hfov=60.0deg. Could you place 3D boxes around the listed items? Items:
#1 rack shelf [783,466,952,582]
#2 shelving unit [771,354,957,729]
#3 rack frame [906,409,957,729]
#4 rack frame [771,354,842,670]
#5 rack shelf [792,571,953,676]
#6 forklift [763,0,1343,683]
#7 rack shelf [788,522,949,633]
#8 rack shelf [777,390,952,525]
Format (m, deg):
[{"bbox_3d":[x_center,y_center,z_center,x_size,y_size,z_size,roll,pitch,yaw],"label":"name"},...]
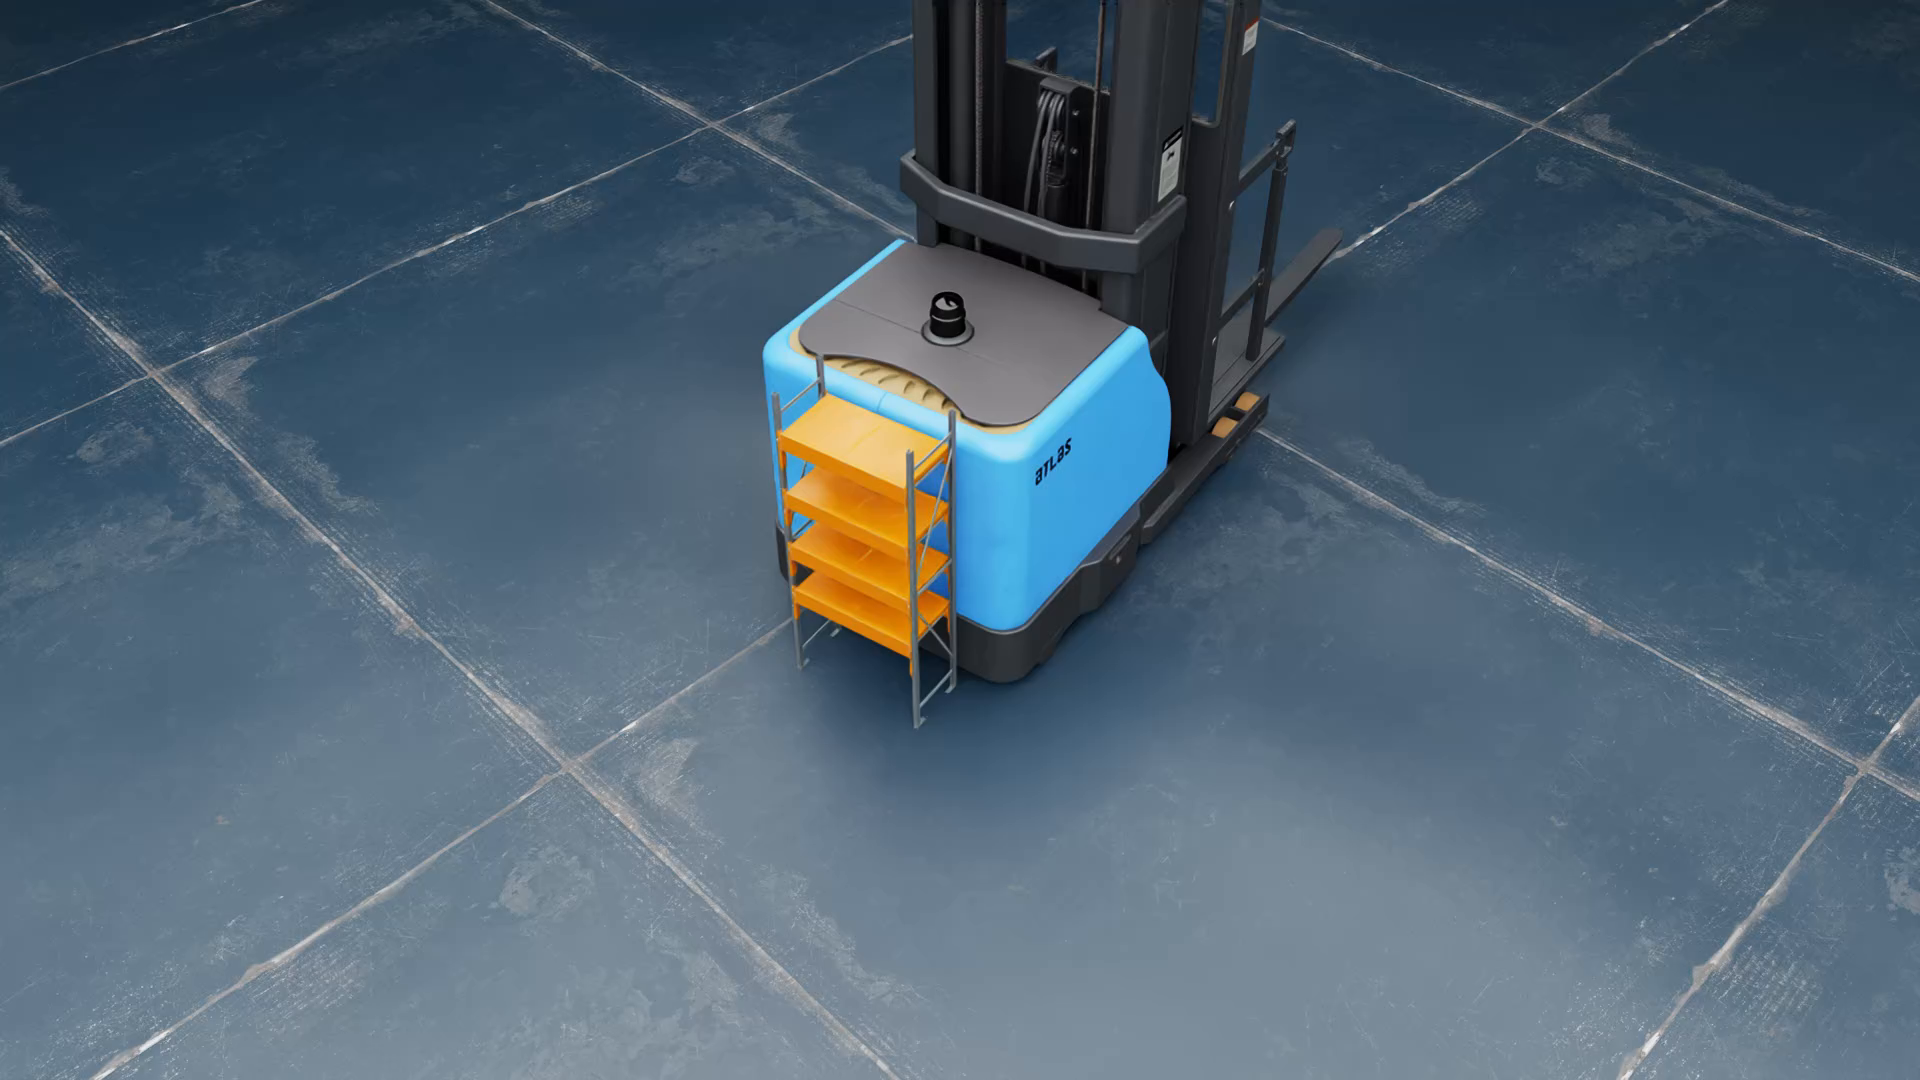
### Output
[{"bbox_3d":[-0.287,-0.083,5.225,0.480,0.148,0.258,24,48,24],"label":"rack shelf"},{"bbox_3d":[-0.287,0.032,5.331,0.503,1.200,0.258,24,48,24],"label":"shelving unit"},{"bbox_3d":[-0.084,0.123,5.232,0.015,1.200,0.240,24,48,24],"label":"rack frame"},{"bbox_3d":[-0.491,-0.059,5.430,0.015,1.200,0.240,24,48,24],"label":"rack frame"},{"bbox_3d":[-0.287,0.227,5.512,0.480,0.148,0.258,24,48,24],"label":"rack shelf"},{"bbox_3d":[0.585,-1.563,5.781,1.130,2.935,3.031,25,48,24],"label":"forklift"},{"bbox_3d":[-0.287,0.081,5.377,0.480,0.148,0.258,24,48,24],"label":"rack shelf"},{"bbox_3d":[-0.287,-0.257,5.065,0.480,0.148,0.258,24,48,24],"label":"rack shelf"}]
